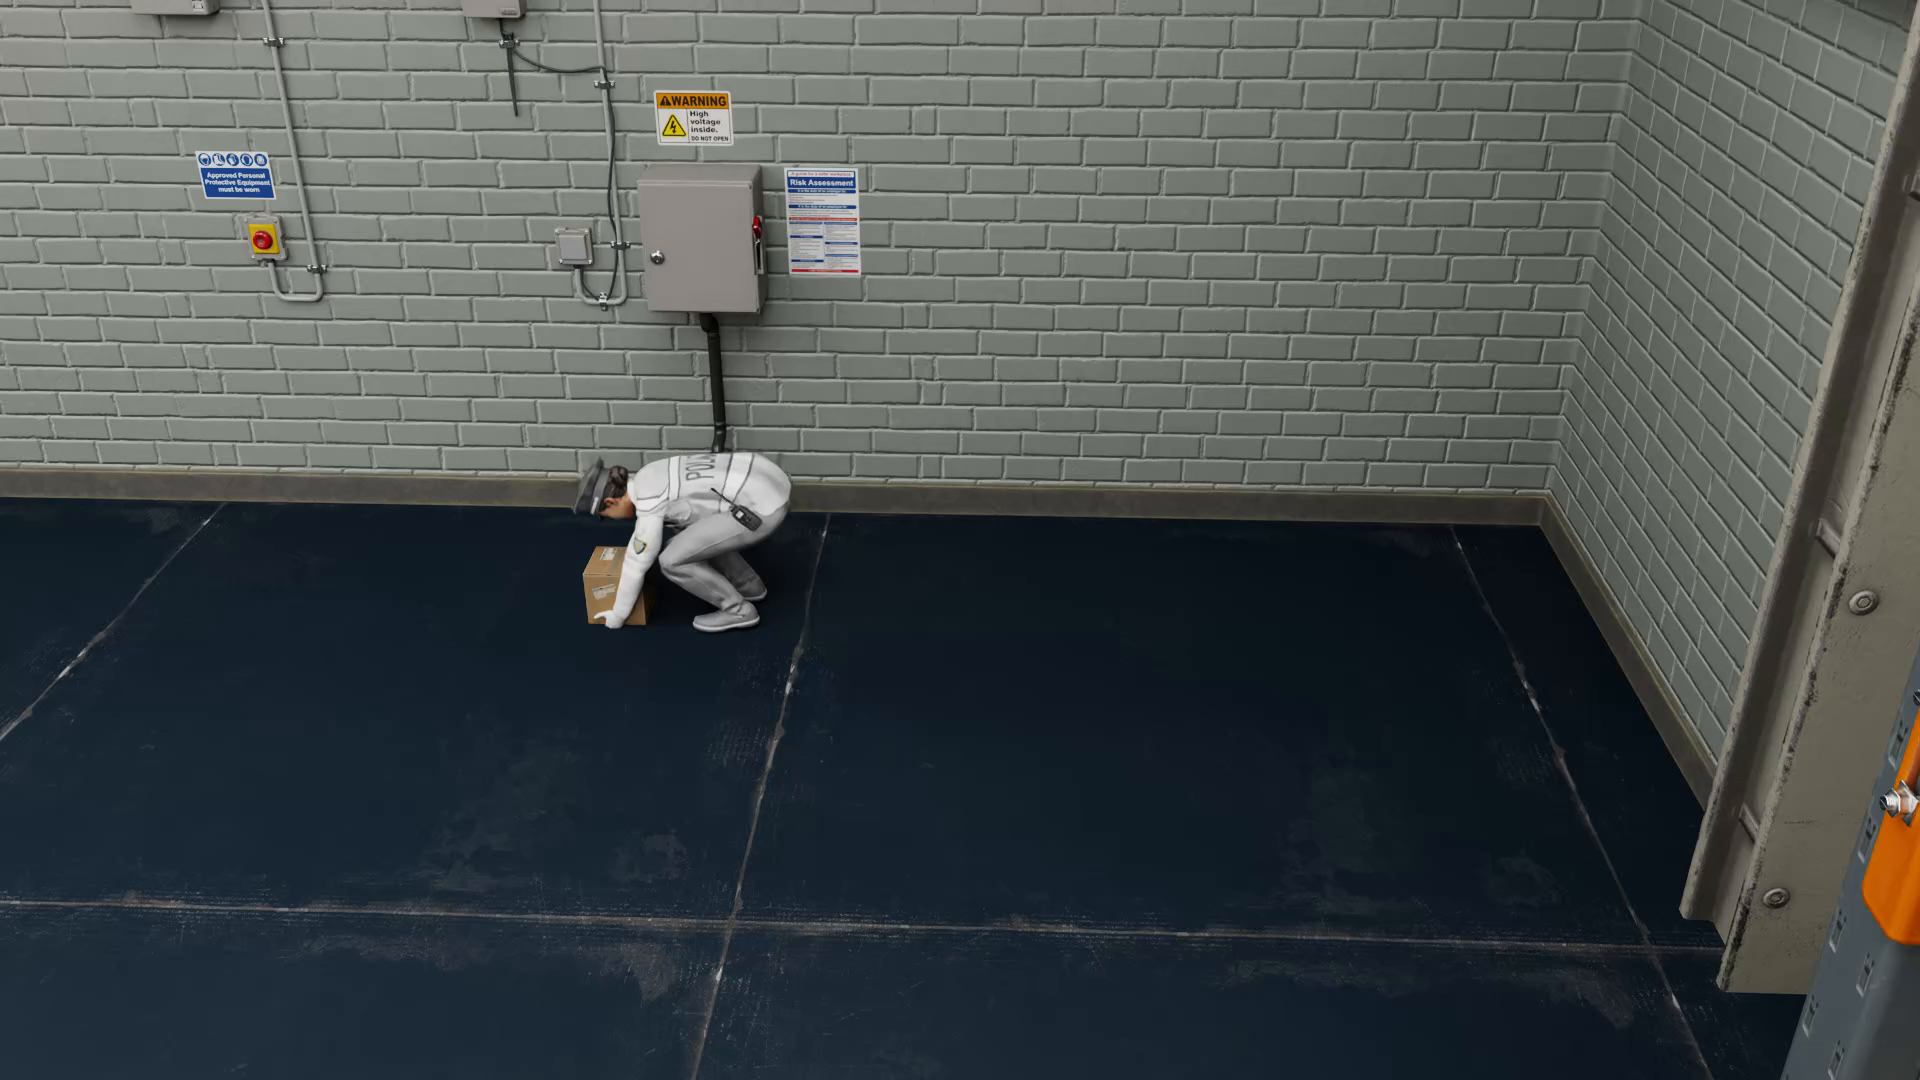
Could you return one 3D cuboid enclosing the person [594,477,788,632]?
[{"bbox_3d":[-1.153,0.015,7.126,0.850,0.722,0.411,0,28,0],"label":"person"}]
